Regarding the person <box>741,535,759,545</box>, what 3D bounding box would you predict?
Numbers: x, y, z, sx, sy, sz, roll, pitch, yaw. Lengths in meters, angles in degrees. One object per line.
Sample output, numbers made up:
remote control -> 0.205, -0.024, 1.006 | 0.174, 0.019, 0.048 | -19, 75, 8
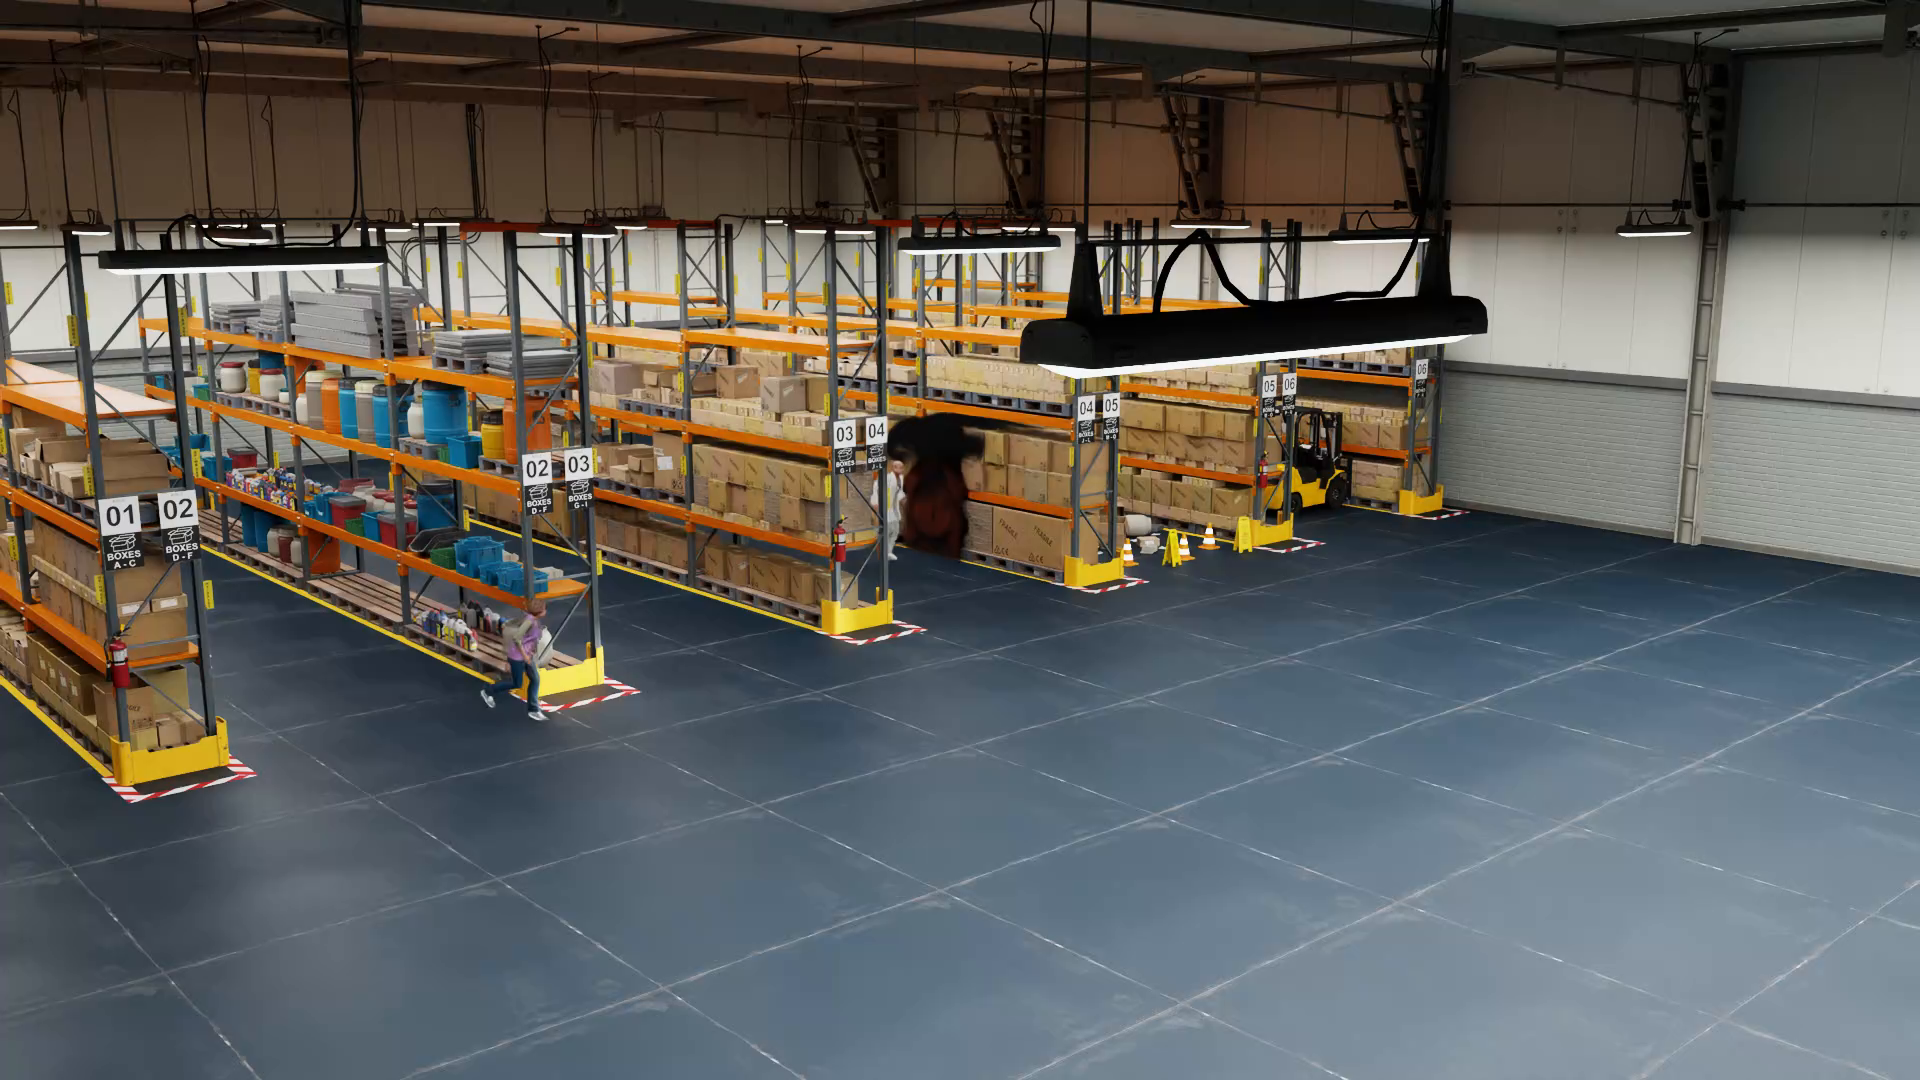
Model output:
person -> -3.745, -0.650, 30.516 | 0.794, 1.572, 0.674 | 7, 14, 32

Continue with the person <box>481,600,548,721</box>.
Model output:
person -> -5.546, 1.514, 20.702 | 0.866, 1.511, 0.551 | 0, 11, -1

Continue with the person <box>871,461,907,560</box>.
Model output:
person -> -1.276, -0.540, 28.817 | 0.758, 1.730, 0.706 | 8, 14, 34
